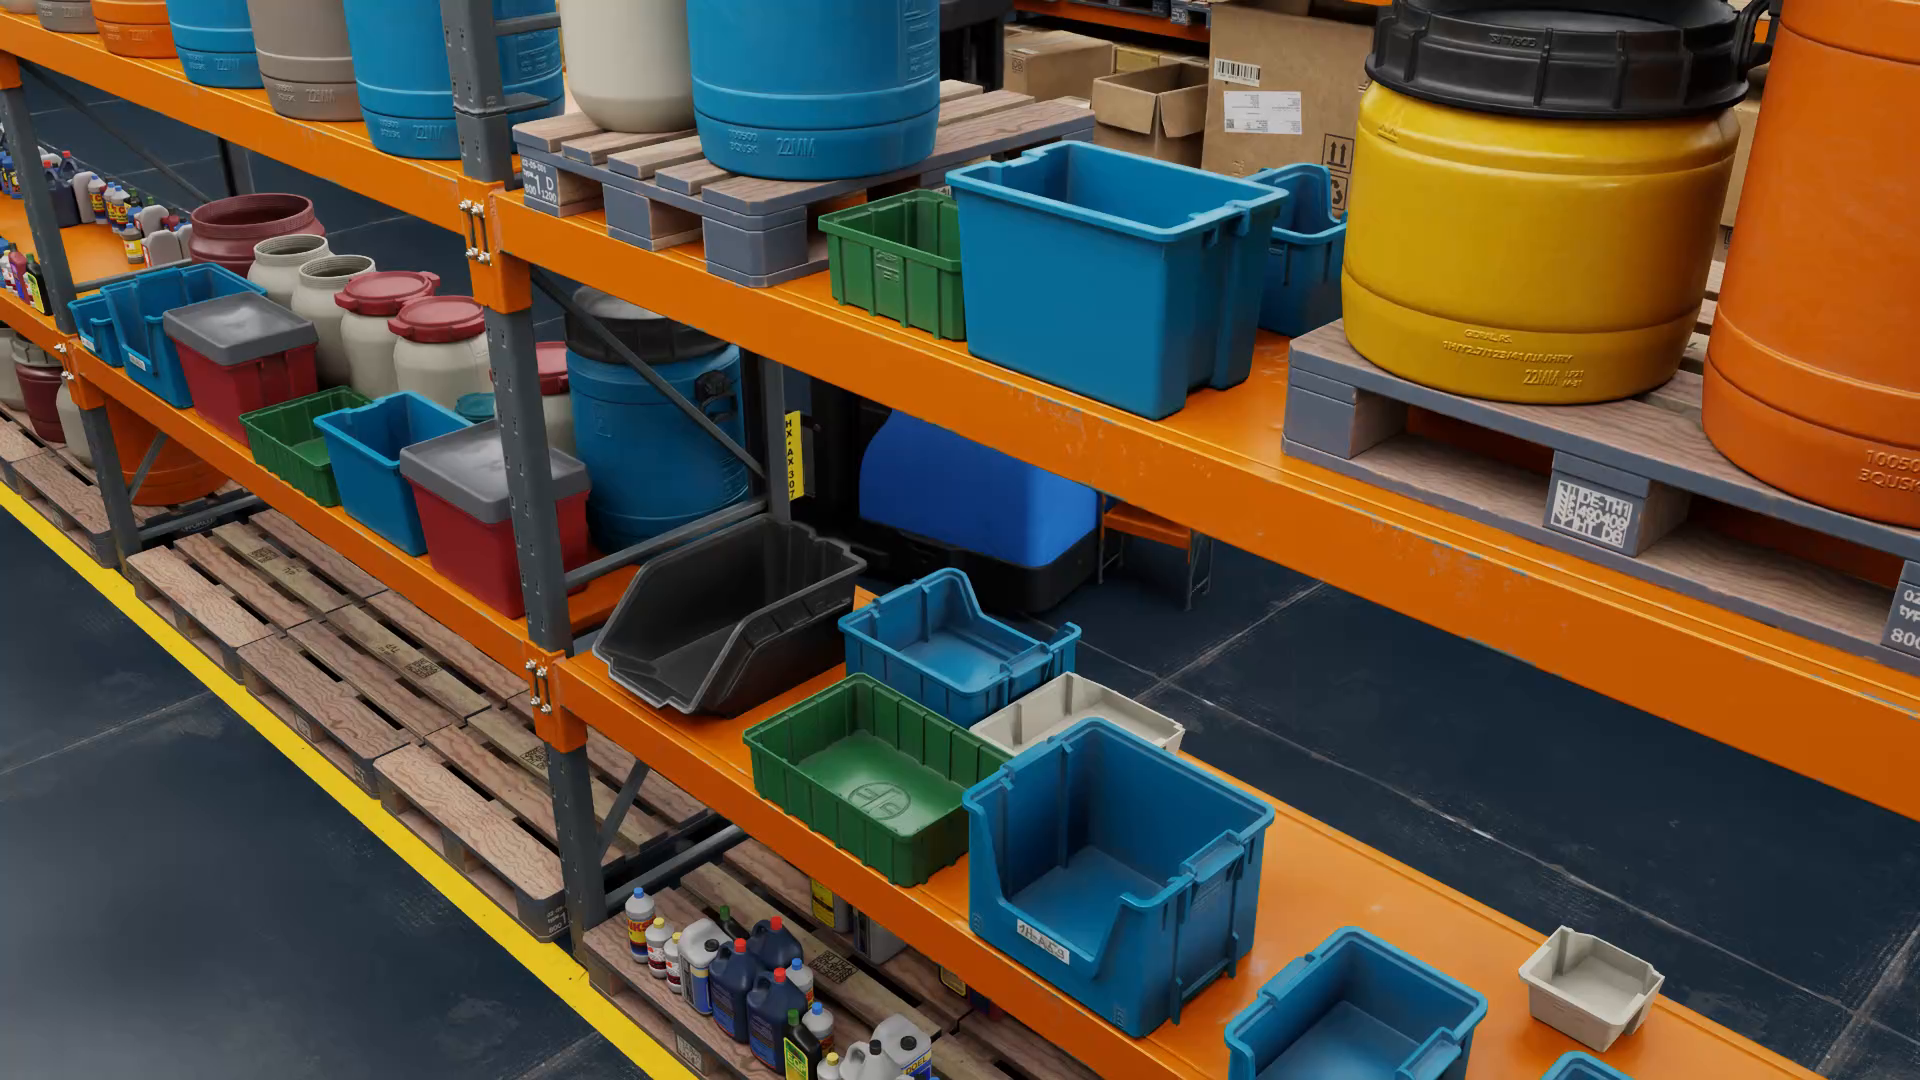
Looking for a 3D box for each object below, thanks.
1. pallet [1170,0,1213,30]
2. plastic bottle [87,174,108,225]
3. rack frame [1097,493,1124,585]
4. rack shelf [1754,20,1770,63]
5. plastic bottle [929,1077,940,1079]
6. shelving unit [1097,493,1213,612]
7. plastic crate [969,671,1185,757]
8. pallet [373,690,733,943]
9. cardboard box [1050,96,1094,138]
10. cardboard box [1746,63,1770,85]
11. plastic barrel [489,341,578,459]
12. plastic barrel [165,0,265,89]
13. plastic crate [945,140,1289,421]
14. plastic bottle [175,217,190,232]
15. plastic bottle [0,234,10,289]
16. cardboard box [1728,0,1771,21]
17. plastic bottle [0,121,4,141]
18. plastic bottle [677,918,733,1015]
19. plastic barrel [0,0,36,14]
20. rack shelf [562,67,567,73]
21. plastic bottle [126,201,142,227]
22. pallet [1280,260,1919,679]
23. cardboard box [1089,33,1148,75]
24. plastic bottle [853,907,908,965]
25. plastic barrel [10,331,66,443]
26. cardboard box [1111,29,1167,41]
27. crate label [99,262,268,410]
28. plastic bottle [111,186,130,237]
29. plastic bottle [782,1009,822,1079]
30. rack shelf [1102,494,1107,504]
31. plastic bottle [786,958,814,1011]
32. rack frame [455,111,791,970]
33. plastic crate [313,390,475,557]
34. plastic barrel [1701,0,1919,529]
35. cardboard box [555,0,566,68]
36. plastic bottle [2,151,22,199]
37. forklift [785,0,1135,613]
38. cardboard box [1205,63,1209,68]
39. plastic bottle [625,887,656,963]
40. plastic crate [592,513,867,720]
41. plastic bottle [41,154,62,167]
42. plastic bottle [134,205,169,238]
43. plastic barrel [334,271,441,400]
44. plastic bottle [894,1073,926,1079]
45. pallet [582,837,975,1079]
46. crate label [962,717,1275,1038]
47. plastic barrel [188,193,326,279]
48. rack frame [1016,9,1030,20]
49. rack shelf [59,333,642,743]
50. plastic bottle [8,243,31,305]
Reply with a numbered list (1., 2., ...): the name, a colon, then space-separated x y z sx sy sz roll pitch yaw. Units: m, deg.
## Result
1. pallet: 2.604 -4.660 14.595 1.003 0.211 1.213 25 36 38
2. plastic bottle: -4.804 -1.906 9.290 0.097 0.271 0.097 0 28 0
3. rack frame: 0.757 -0.353 8.131 0.015 1.200 0.240 17 32 29
4. rack shelf: 3.916 -1.986 6.853 4.000 0.370 1.077 25 36 38
5. plastic bottle: -0.074 1.666 4.892 0.097 0.201 0.097 0 28 0
6. shelving unit: 0.962 -0.291 8.014 0.503 1.200 0.258 17 32 29
7. plastic crate: 0.353 0.577 4.713 0.437 0.136 0.530 25 36 38
8. pallet: -1.570 1.005 6.611 1.213 0.211 1.003 25 36 38
9. cardboard box: 0.672 -2.431 9.859 0.500 0.250 0.500 23 36 37
10. cardboard box: 3.717 -1.866 7.574 0.500 0.500 0.500 25 36 38
11. plastic barrel: -1.511 -0.430 6.200 0.433 0.535 0.433 0 28 0
12. plastic barrel: -2.430 -2.056 5.675 0.708 0.901 0.600 25 36 38
13. plastic crate: 0.299 -0.523 3.316 0.575 0.384 0.392 25 36 38
14. plastic bottle: -3.980 -1.529 8.573 0.097 0.271 0.097 0 28 0
15. plastic bottle: -4.795 -1.407 8.340 0.097 0.271 0.097 0 28 0
16. cardboard box: 3.359 -2.322 6.881 0.500 0.250 0.500 23 35 36
17. plastic bottle: -5.802 -2.383 10.111 0.185 0.351 0.144 25 36 38
18. plastic bottle: -0.813 1.371 5.373 0.152 0.276 0.135 -24 36 -37
19. plastic barrel: -3.828 -2.465 6.871 0.421 0.512 0.421 0 28 0
20. rack shelf: -1.788 -3.268 12.516 4.000 0.370 1.077 25 36 38
21. plastic bottle: -4.353 -1.660 8.822 0.097 0.271 0.097 0 28 0
22. pallet: 1.348 -0.227 2.938 1.213 0.211 1.003 25 36 38
23. cardboard box: 1.419 -4.594 15.693 0.500 0.250 0.500 -24 36 -37
24. plastic bottle: -0.270 1.260 5.585 0.135 0.276 0.152 25 36 38
25. plastic barrel: -5.001 -0.932 9.438 0.708 0.588 0.600 25 36 38
26. cardboard box: 1.787 -4.765 16.018 0.500 0.250 0.500 23 35 36
27. crate label: -3.316 -0.892 7.186 0.616 0.435 0.502 25 36 38
28. plastic bottle: -4.570 -1.799 9.086 0.097 0.271 0.097 0 28 0
29. plastic bottle: -0.475 1.553 5.020 0.061 0.283 0.133 -23 36 -37
30. rack shelf: 0.962 -0.232 8.046 0.480 0.148 0.258 17 32 29
31. plastic bottle: -0.510 1.436 5.255 0.097 0.271 0.097 0 28 0
32. rack frame: -0.982 0.015 5.499 0.127 3.000 1.000 25 36 38
33. plastic crate: -1.987 -0.235 5.991 0.575 0.384 0.392 25 36 38
34. plastic barrel: 1.434 -0.500 2.343 0.708 0.830 0.600 25 36 38
35. cardboard box: -3.062 -4.051 13.123 0.500 0.500 0.500 25 37 39
36. plastic bottle: -5.537 -2.142 9.739 0.097 0.271 0.097 0 28 0
37. forklift: -0.605 -1.454 8.367 3.031 2.935 1.130 17 32 29
38. cardboard box: 2.516 -4.095 14.743 0.500 0.250 0.500 24 36 37
39. plastic bottle: -1.063 1.277 5.557 0.097 0.271 0.097 0 28 0
40. plastic crate: -0.698 0.255 5.108 0.504 0.338 0.767 25 36 38
41. plastic bottle: -5.298 -2.116 9.685 0.135 0.276 0.152 25 36 38
42. plastic bottle: -4.247 -1.635 8.770 0.135 0.276 0.152 25 36 38
43. plastic barrel: -2.343 -0.811 6.923 0.433 0.535 0.433 0 28 0
44. plastic bottle: -0.127 1.654 4.754 0.144 0.351 0.185 -24 36 -37
45. pallet: -0.533 1.482 5.705 1.213 0.211 1.003 25 36 38
46. crate label: 0.368 0.793 3.980 0.616 0.435 0.502 25 36 38
47. plastic barrel: -3.291 -1.300 7.853 0.708 0.536 0.600 25 36 38
48. rack frame: 0.335 -5.852 16.657 0.127 3.000 1.000 25 36 38
49. rack shelf: -2.409 -0.320 6.908 4.000 0.370 1.077 25 36 38
50. plastic bottle: -4.587 -1.305 8.133 0.133 0.283 0.061 25 36 38
